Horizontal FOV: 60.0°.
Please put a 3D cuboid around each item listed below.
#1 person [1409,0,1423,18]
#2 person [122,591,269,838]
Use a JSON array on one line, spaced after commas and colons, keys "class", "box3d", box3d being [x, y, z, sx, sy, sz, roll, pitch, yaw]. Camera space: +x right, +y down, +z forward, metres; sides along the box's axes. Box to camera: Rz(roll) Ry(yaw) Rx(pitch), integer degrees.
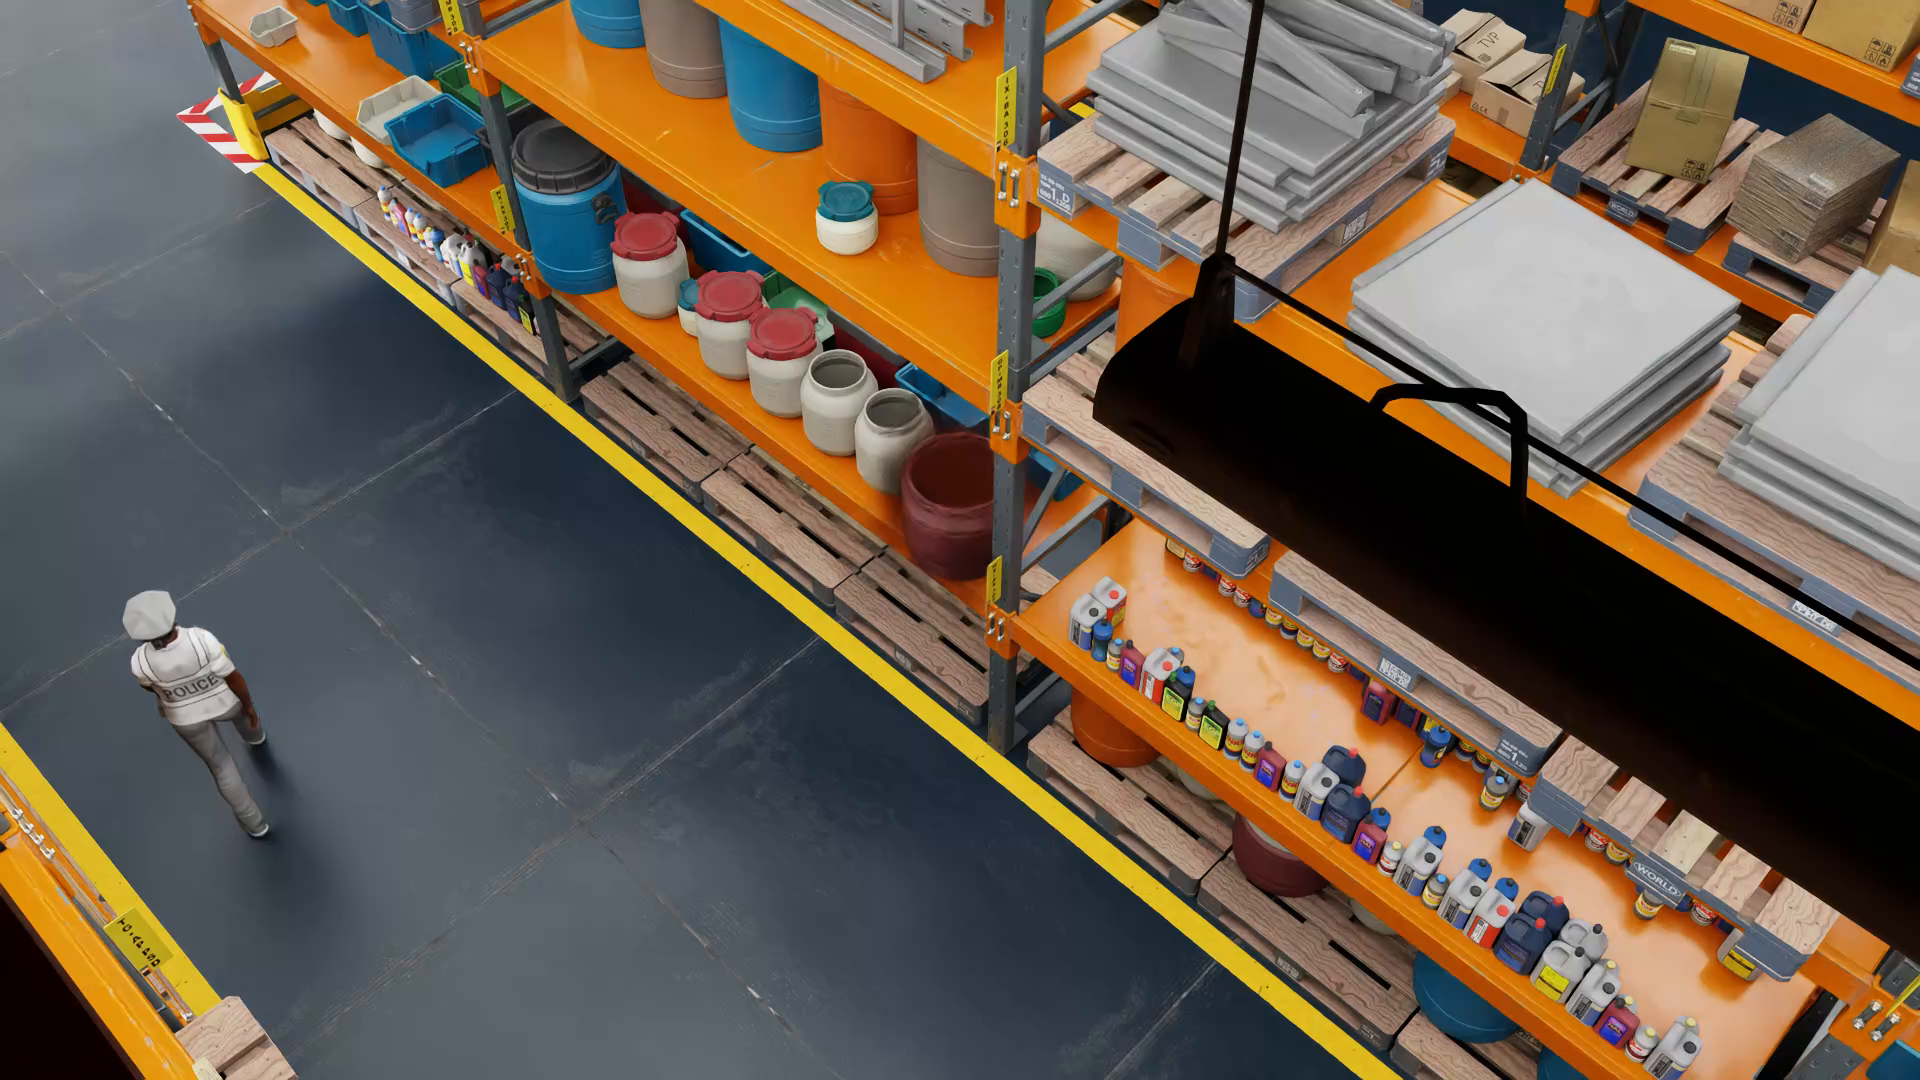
[{"class": "person", "box3d": [3.430, -4.446, 12.961, 0.989, 1.712, 0.584, 25, 55, 20]}, {"class": "person", "box3d": [-3.949, 0.773, 8.645, 0.458, 1.643, 0.900, -24, 54, -19]}]
